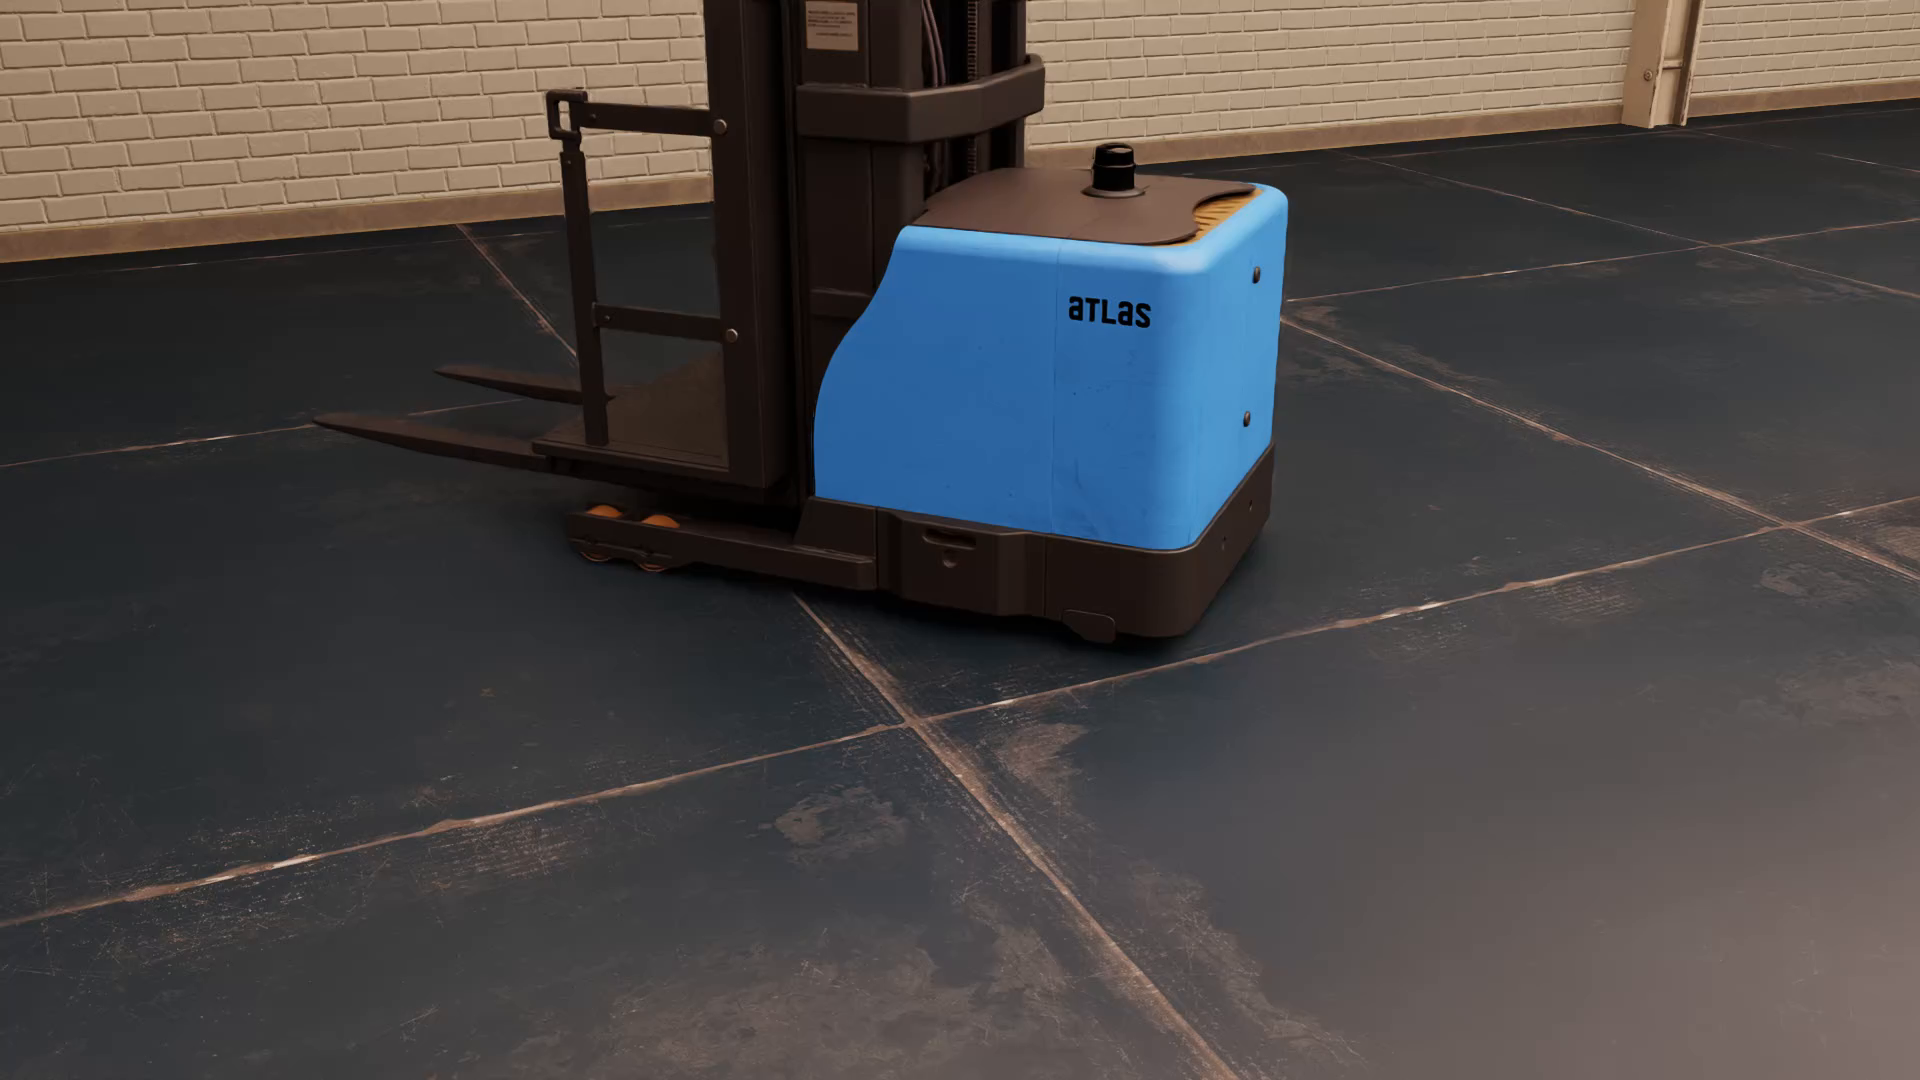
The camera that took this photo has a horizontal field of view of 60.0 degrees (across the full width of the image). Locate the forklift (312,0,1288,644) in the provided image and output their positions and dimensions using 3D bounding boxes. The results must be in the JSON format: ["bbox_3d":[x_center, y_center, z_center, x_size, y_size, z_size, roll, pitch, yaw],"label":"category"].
[{"bbox_3d":[-0.616,-1.433,4.737,3.031,2.935,1.130,9,24,21],"label":"forklift"}]
